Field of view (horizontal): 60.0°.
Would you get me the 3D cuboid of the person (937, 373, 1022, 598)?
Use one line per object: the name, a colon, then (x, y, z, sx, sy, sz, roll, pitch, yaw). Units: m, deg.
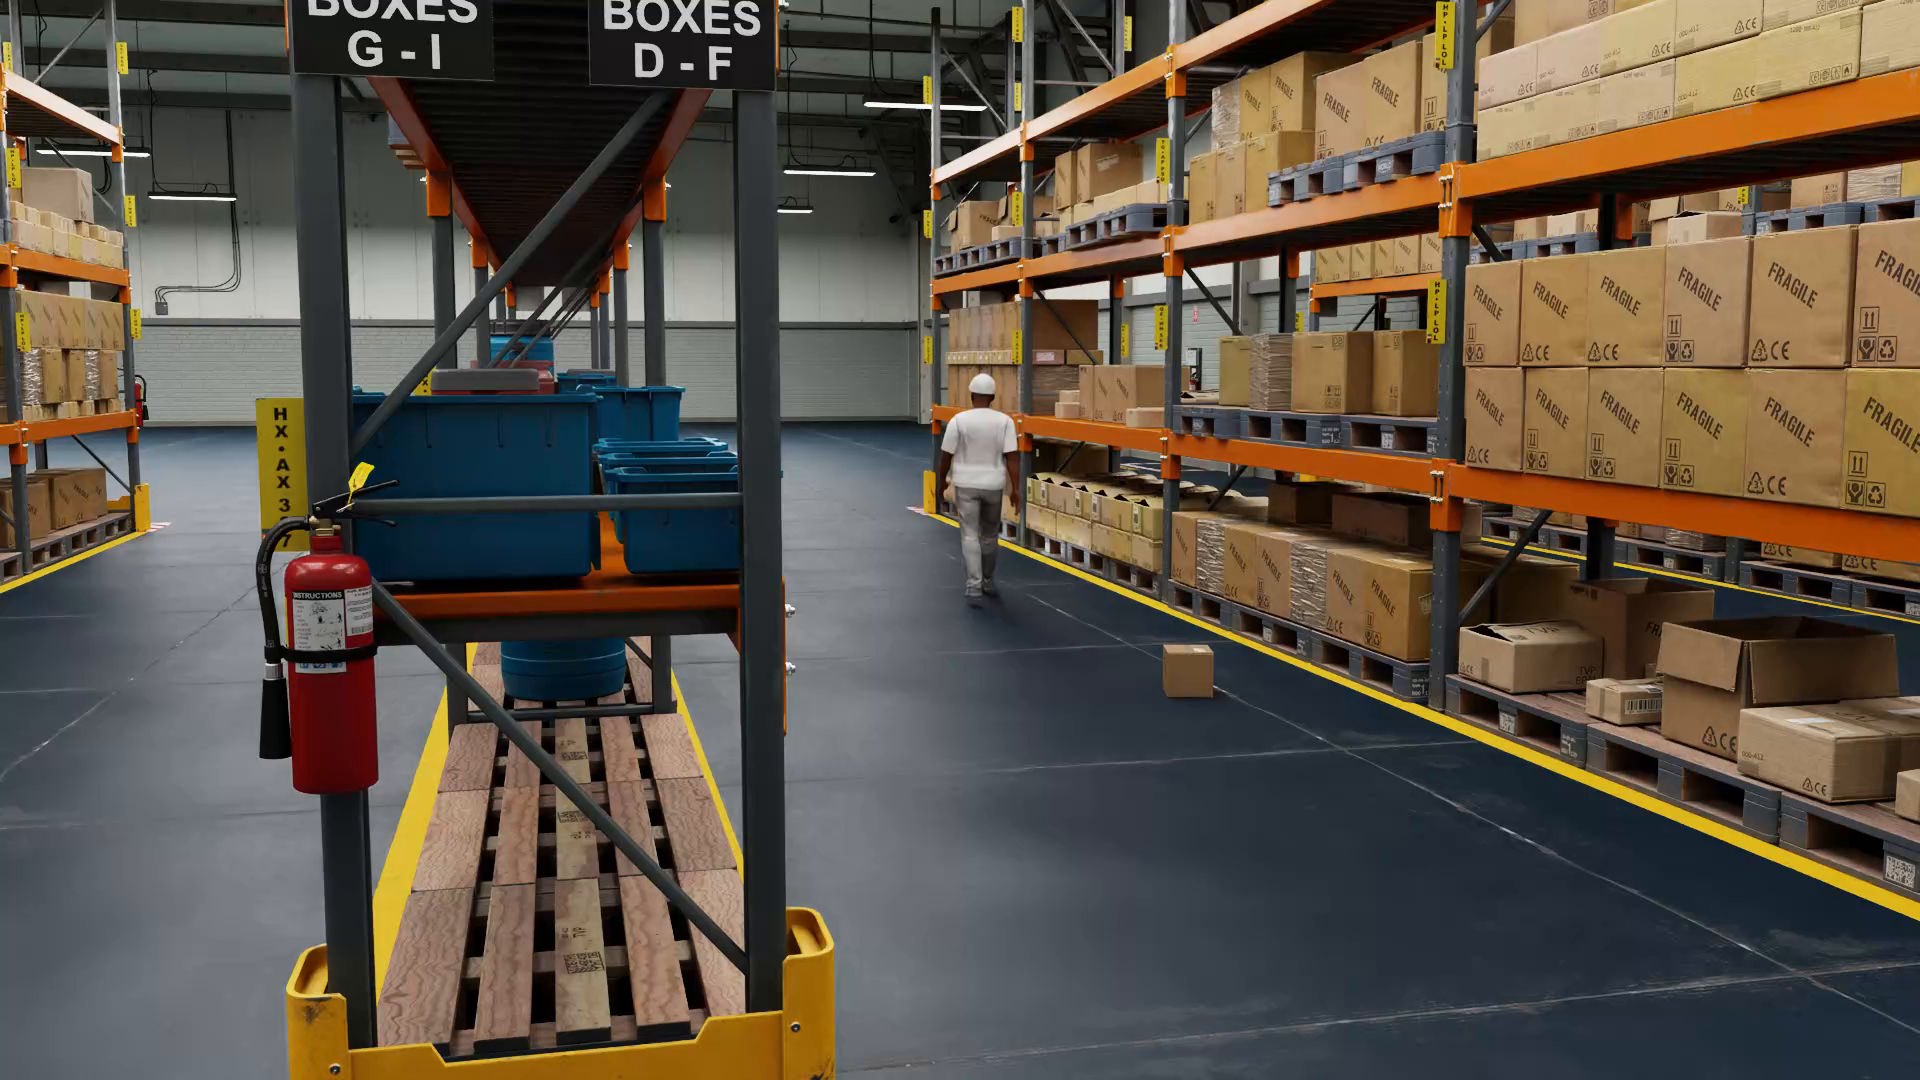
person: (0.136, -0.422, 12.830, 0.610, 1.720, 1.015, -1, 6, -8)
